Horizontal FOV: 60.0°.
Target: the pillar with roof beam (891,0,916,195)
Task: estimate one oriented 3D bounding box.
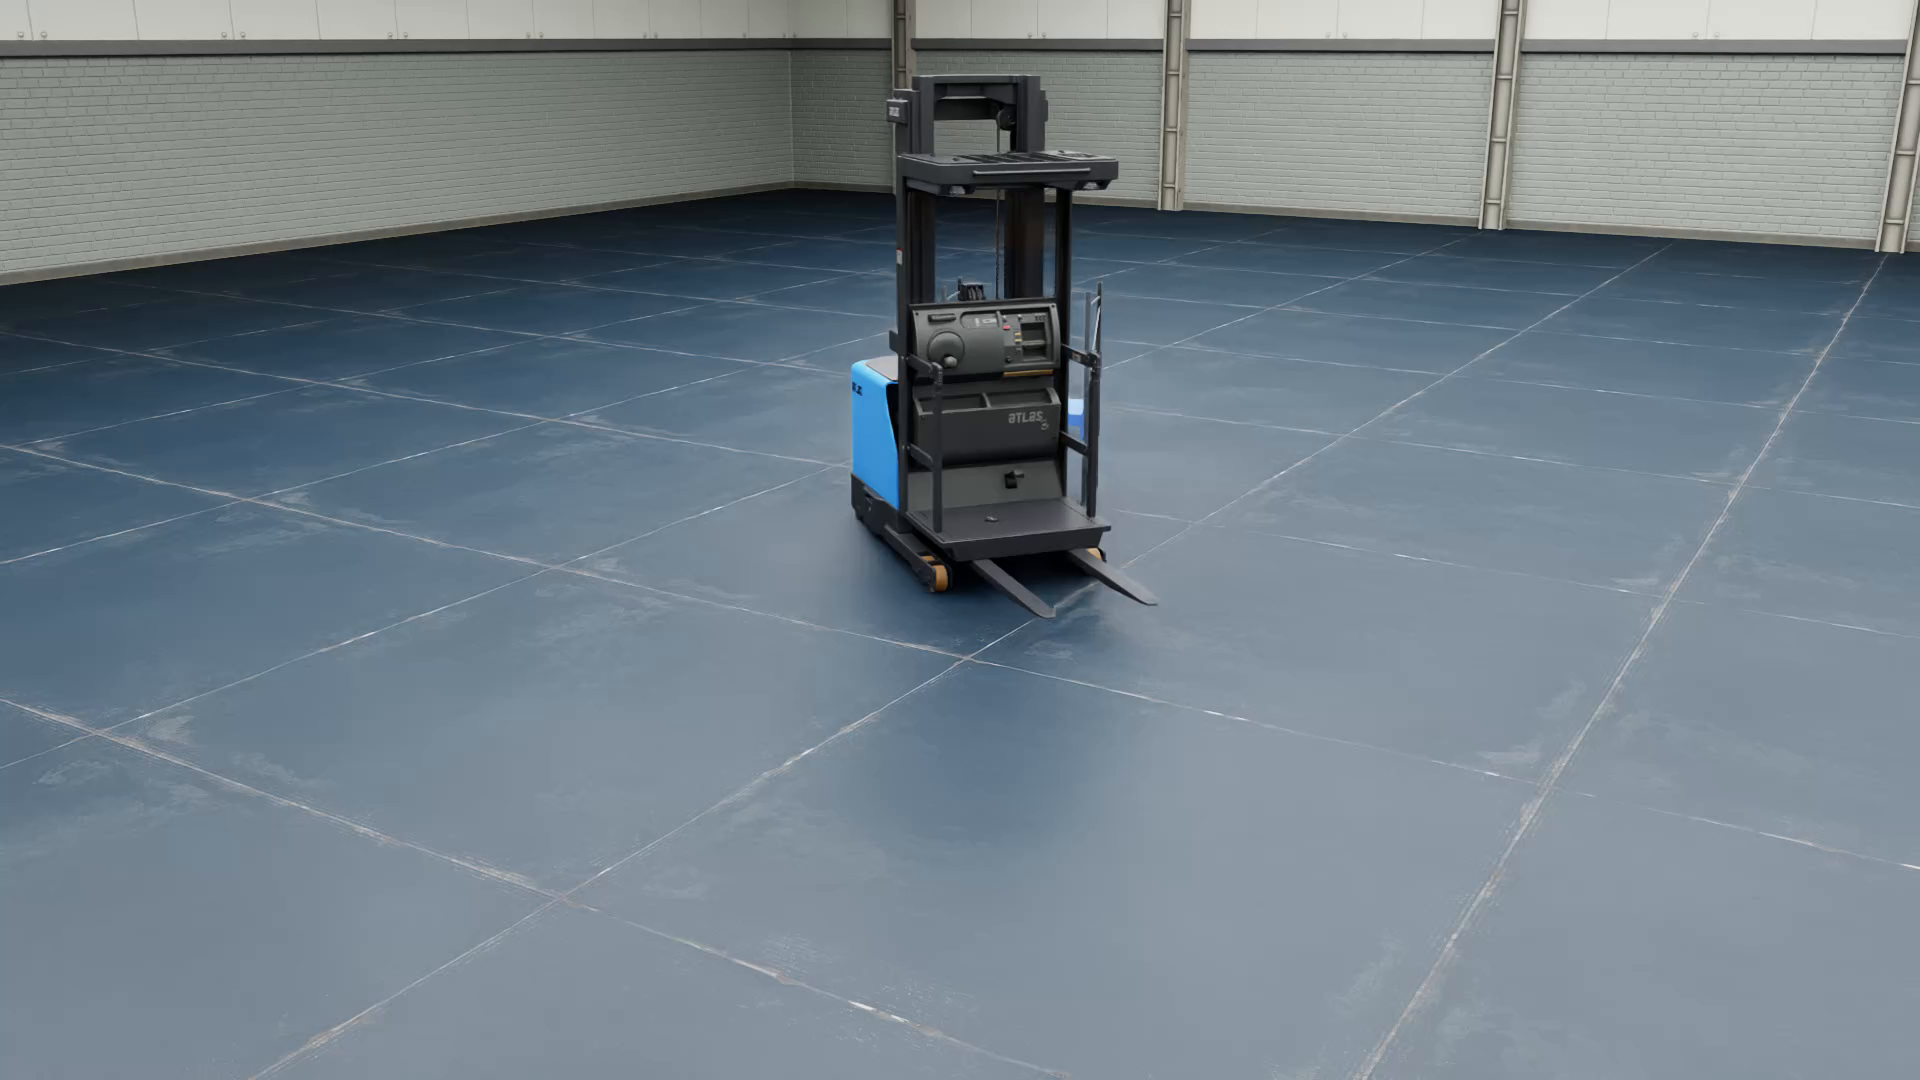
[{"bbox_3d":[-3.387,-10.388,29.595,0.400,9.000,9.100,10,20,30],"label":"pillar with roof beam"}]

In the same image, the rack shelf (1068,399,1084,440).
[{"bbox_3d":[0.435,-0.893,11.860,1.000,0.185,0.538,4,17,14],"label":"rack shelf"}]

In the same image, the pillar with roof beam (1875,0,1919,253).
[{"bbox_3d":[11.951,-7.650,20.582,0.400,9.000,9.100,10,20,30],"label":"pillar with roof beam"}]

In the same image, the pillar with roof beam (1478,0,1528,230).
[{"bbox_3d":[6.838,-8.562,23.586,0.400,9.000,9.100,10,20,30],"label":"pillar with roof beam"}]

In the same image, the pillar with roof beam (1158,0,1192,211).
[{"bbox_3d":[1.725,-9.475,26.591,0.400,9.000,9.100,10,20,30],"label":"pillar with roof beam"}]

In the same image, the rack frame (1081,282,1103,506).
[{"bbox_3d":[0.928,-1.028,11.687,0.032,1.500,0.500,4,17,14],"label":"rack frame"}]

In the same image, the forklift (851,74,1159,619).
[{"bbox_3d":[0.240,-1.226,9.873,1.130,2.935,3.031,-6,18,-19],"label":"forklift"}]

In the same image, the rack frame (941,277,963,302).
[{"bbox_3d":[-0.057,-1.102,11.928,0.032,1.500,0.500,4,17,14],"label":"rack frame"}]

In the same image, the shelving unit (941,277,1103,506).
[{"bbox_3d":[0.435,-1.065,11.807,1.048,1.500,0.538,4,17,14],"label":"shelving unit"}]
